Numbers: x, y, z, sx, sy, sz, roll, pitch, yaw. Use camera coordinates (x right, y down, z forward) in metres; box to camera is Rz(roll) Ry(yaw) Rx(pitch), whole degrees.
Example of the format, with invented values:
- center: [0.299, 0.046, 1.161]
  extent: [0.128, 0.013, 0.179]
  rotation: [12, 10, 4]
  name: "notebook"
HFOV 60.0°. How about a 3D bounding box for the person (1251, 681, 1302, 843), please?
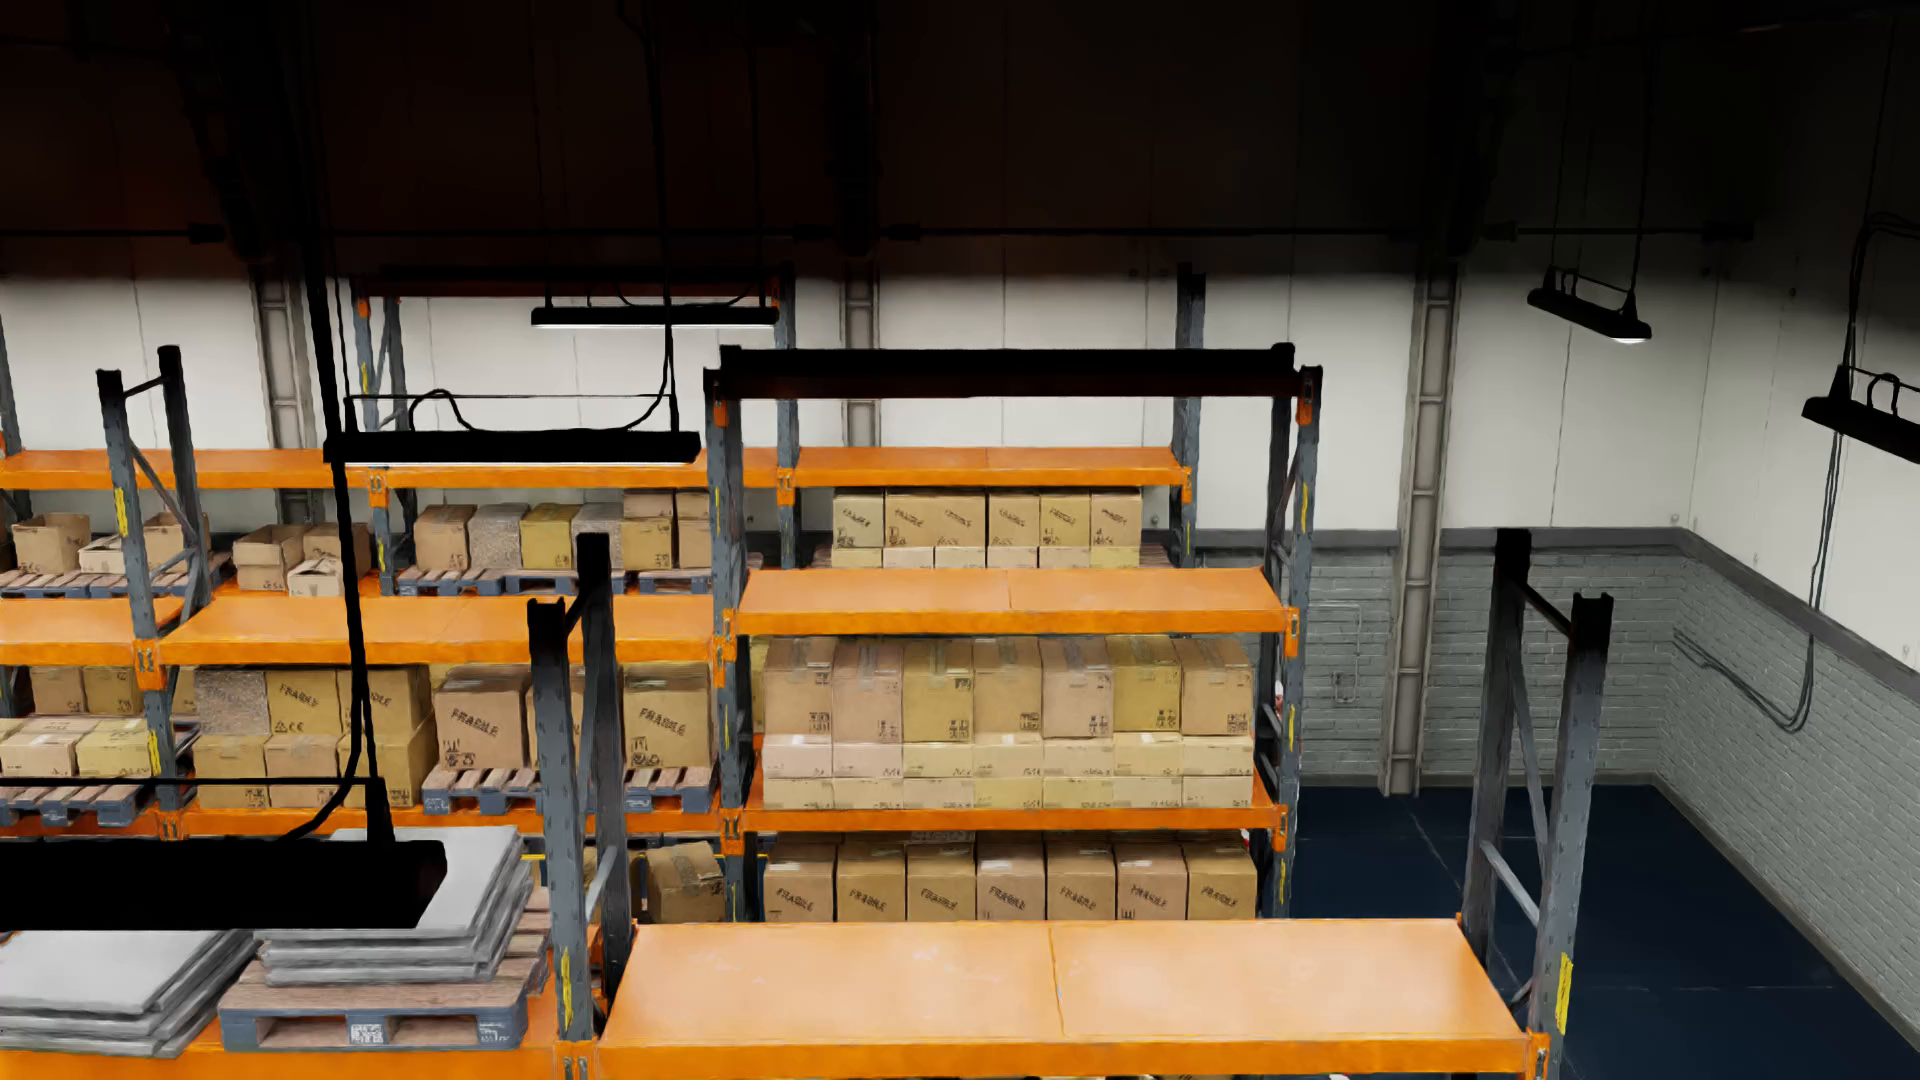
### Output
- center: [3.313, 2.303, 17.479]
  extent: [0.528, 1.791, 0.511]
  rotation: [7, 17, 22]
  name: "person"
